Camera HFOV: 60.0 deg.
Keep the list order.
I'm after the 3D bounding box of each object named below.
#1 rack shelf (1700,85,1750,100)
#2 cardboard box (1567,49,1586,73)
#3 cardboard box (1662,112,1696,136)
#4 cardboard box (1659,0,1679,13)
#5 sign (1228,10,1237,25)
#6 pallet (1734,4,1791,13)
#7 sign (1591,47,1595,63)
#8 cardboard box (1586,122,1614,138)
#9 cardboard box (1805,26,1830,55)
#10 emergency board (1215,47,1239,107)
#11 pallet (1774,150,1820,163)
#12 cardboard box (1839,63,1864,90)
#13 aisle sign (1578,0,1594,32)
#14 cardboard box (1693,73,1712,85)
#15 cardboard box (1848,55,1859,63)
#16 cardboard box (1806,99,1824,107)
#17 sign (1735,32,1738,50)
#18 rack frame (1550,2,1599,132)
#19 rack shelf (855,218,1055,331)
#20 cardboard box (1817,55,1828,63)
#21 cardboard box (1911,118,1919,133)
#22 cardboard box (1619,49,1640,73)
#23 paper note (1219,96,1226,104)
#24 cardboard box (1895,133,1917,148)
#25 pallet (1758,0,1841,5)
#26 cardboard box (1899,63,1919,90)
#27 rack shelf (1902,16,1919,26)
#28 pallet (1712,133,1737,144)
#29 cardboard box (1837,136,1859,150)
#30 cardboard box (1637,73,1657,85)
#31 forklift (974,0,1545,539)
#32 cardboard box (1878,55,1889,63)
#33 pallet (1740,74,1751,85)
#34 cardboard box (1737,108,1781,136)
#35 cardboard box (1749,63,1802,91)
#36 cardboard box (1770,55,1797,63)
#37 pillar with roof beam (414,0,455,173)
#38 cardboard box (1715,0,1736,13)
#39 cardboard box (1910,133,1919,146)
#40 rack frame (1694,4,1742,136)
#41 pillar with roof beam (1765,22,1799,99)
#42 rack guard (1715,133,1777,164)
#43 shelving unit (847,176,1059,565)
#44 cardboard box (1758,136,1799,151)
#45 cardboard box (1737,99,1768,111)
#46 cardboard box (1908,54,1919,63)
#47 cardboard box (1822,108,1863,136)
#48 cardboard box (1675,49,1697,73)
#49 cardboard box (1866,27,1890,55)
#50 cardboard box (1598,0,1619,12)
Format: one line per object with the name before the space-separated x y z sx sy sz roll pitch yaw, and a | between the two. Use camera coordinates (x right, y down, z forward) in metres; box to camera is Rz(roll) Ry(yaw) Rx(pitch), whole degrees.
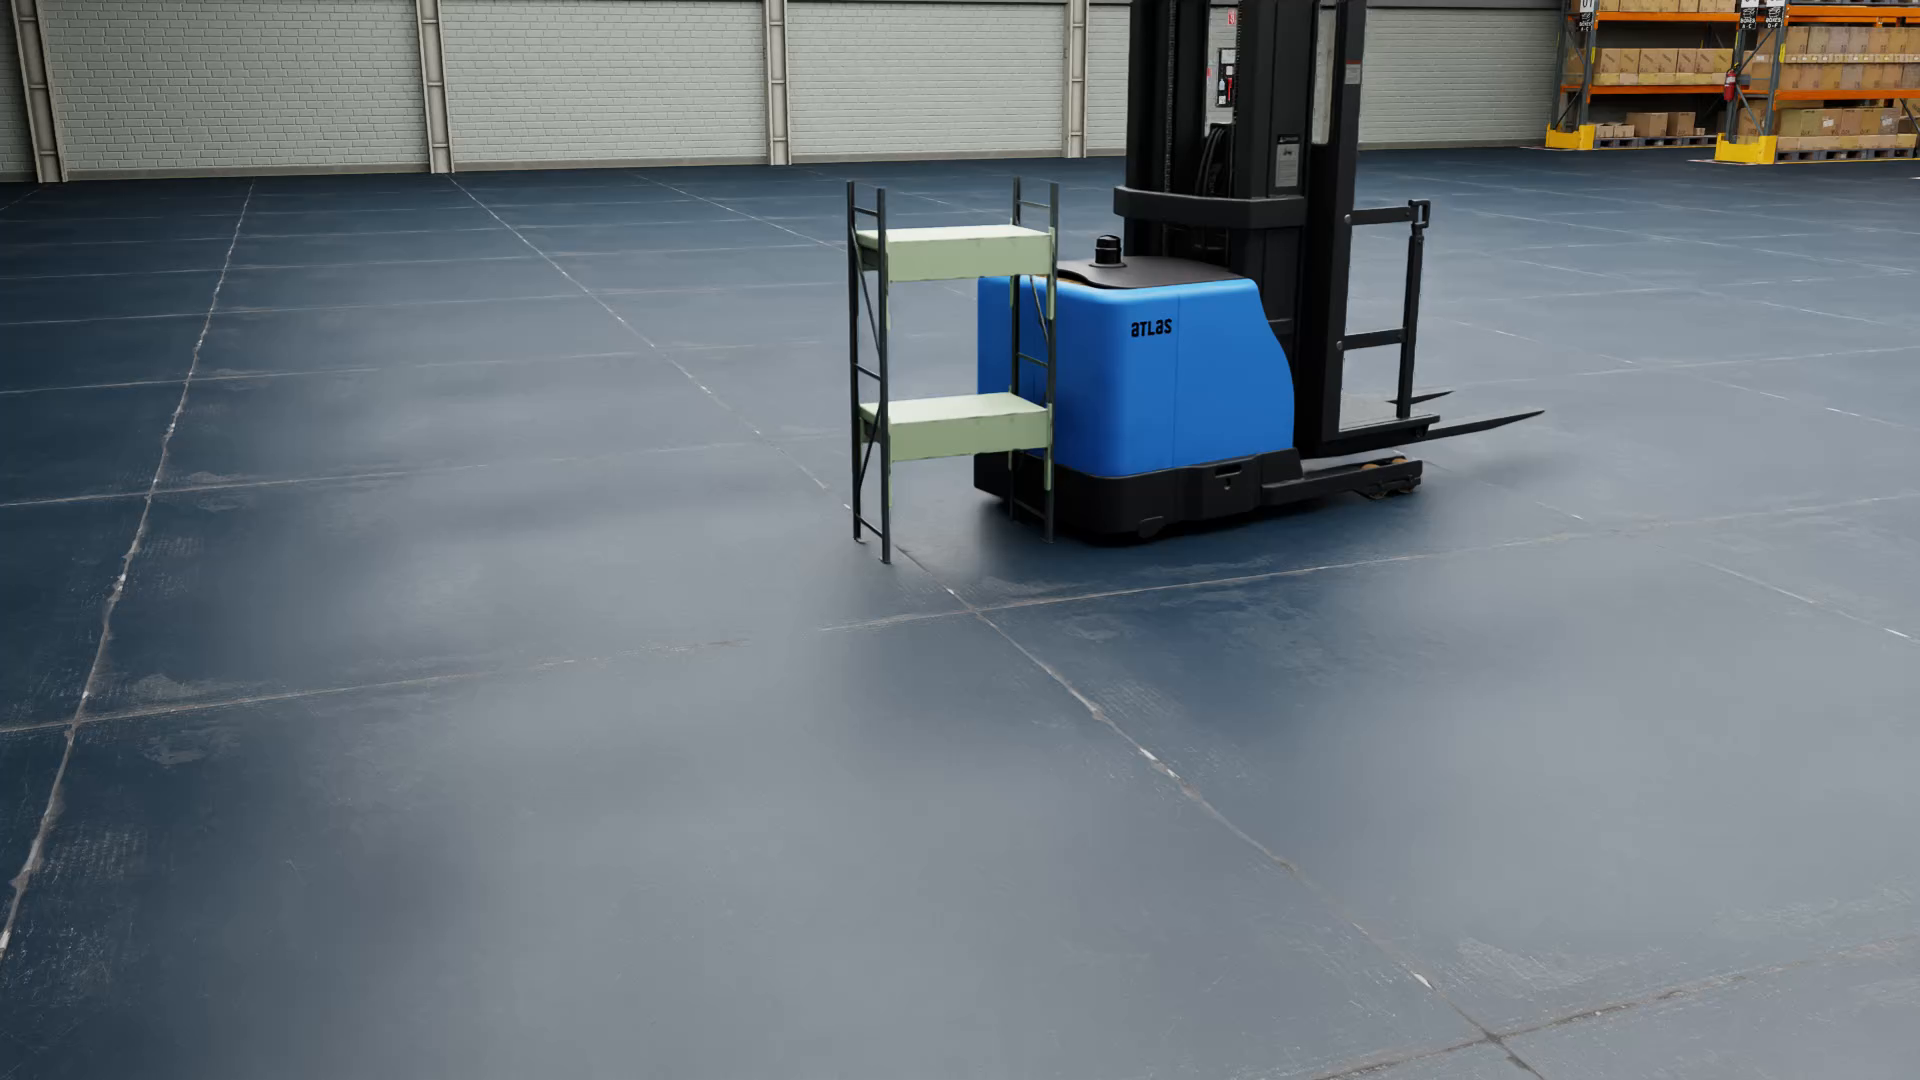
rack shelf | 18.713 -10.182 37.726 4.000 0.370 1.077 -6 17 -20
cardboard box | 13.475 -10.324 35.829 0.500 0.500 0.500 -6 18 -21
cardboard box | 15.891 -9.222 36.836 0.500 0.500 0.500 -8 18 -24
cardboard box | 15.003 -11.545 35.553 0.500 0.500 0.500 -5 17 -17
sign | 5.488 -10.514 33.465 0.199 0.298 0.001 -6 17 -20
pallet | 17.460 -11.709 36.658 1.003 0.211 1.213 -6 17 -20
sign | 13.305 -10.195 34.956 0.005 0.325 0.100 -6 17 -20
cardboard box | 13.789 -8.890 36.038 0.500 0.311 0.500 -8 18 -26
cardboard box | 15.866 -9.394 31.283 0.500 0.500 0.700 -7 18 -22
emergency board | 5.531 -9.377 33.705 0.643 1.169 0.194 -6 17 -20
pallet | 15.586 -7.370 31.820 1.213 0.211 1.003 -6 17 -20
cardboard box | 16.772 -8.868 31.796 0.500 0.500 0.700 -6 17 -18
aisle sign | 13.151 -11.084 34.904 0.004 0.787 0.394 -6 17 -20
cardboard box | 16.044 -10.088 36.358 0.500 0.250 0.500 -6 17 -20
cardboard box | 16.766 -9.117 31.491 0.250 0.149 0.380 -6 17 -20
cardboard box | 19.373 -9.973 38.062 0.500 0.250 0.500 -6 17 -19
sign | 14.705 -9.433 31.422 0.005 0.325 0.100 -6 17 -20
rack frame | 13.111 -9.923 35.564 0.127 3.000 1.000 -6 17 -20
rack shelf | -0.032 -1.086 6.751 0.720 0.370 0.431 -7 18 -21
cardboard box | 16.046 -9.039 31.226 0.250 0.149 0.380 -6 18 -21
cardboard box | 19.097 -8.150 32.669 0.500 0.311 0.500 -6 17 -20
cardboard box | 14.129 -10.236 35.532 0.500 0.500 0.500 -6 17 -20
paper note | 5.341 -8.954 33.831 0.142 0.148 0.016 -6 17 -20
cardboard box | 18.267 -7.801 32.474 0.500 0.250 0.500 -6 17 -20
pallet | 15.556 -10.081 30.937 1.213 0.211 1.003 -6 17 -20
cardboard box | 18.210 -9.025 32.328 0.500 0.500 0.700 -7 18 -22
rack shelf | 20.489 -10.319 32.866 4.000 0.370 1.077 -6 17 -20
pallet | 17.572 -9.067 37.599 1.213 0.211 1.003 -6 17 -20
cardboard box | 16.868 -7.648 31.954 0.500 0.250 0.500 -6 17 -20
cardboard box | 14.637 -9.932 35.826 0.500 0.250 0.500 -6 18 -21
forklift | 1.577 -1.708 7.712 3.031 2.935 1.130 -10 19 -32
cardboard box | 17.494 -9.196 31.762 0.250 0.149 0.380 -6 17 -20
pallet | 17.611 -10.273 37.097 1.213 0.211 1.003 -6 17 -20
cardboard box | 15.281 -7.994 31.801 0.500 0.500 0.500 -6 17 -20
cardboard box | 15.327 -8.711 31.262 0.500 0.500 0.700 -6 17 -20
cardboard box | 15.330 -8.962 30.964 0.250 0.149 0.380 -6 18 -20
pillar with roof beam | -7.416 -9.547 23.637 0.400 9.000 9.100 -6 17 -20
cardboard box | 16.460 -11.706 36.102 0.500 0.500 0.500 -6 17 -19
cardboard box | 19.087 -7.881 32.745 0.500 0.250 0.500 -7 18 -21
rack frame | 16.846 -10.326 36.938 0.127 3.000 1.000 -6 17 -20
pillar with roof beam | 20.598 -12.571 33.937 0.400 9.000 9.100 -6 17 -20
rack guard | 14.864 -7.418 31.471 0.348 0.500 1.175 -6 17 -20
shelving unit | -0.032 -0.712 6.861 0.755 1.500 0.431 -7 18 -21
cardboard box | 15.467 -7.497 31.440 0.500 0.250 0.500 -6 17 -20
cardboard box | 17.937 -9.821 37.544 0.500 0.250 0.500 -7 18 -21
cardboard box | 18.213 -9.274 32.027 0.250 0.149 0.380 -7 18 -21
cardboard box | 16.869 -8.008 31.847 0.500 0.500 0.500 -6 17 -20
cardboard box | 15.577 -10.395 36.071 0.500 0.500 0.500 -7 18 -22
cardboard box | 17.270 -9.545 31.800 0.500 0.500 0.700 -6 17 -20
cardboard box | 13.512 -11.387 35.016 0.500 0.500 0.500 -6 17 -19
